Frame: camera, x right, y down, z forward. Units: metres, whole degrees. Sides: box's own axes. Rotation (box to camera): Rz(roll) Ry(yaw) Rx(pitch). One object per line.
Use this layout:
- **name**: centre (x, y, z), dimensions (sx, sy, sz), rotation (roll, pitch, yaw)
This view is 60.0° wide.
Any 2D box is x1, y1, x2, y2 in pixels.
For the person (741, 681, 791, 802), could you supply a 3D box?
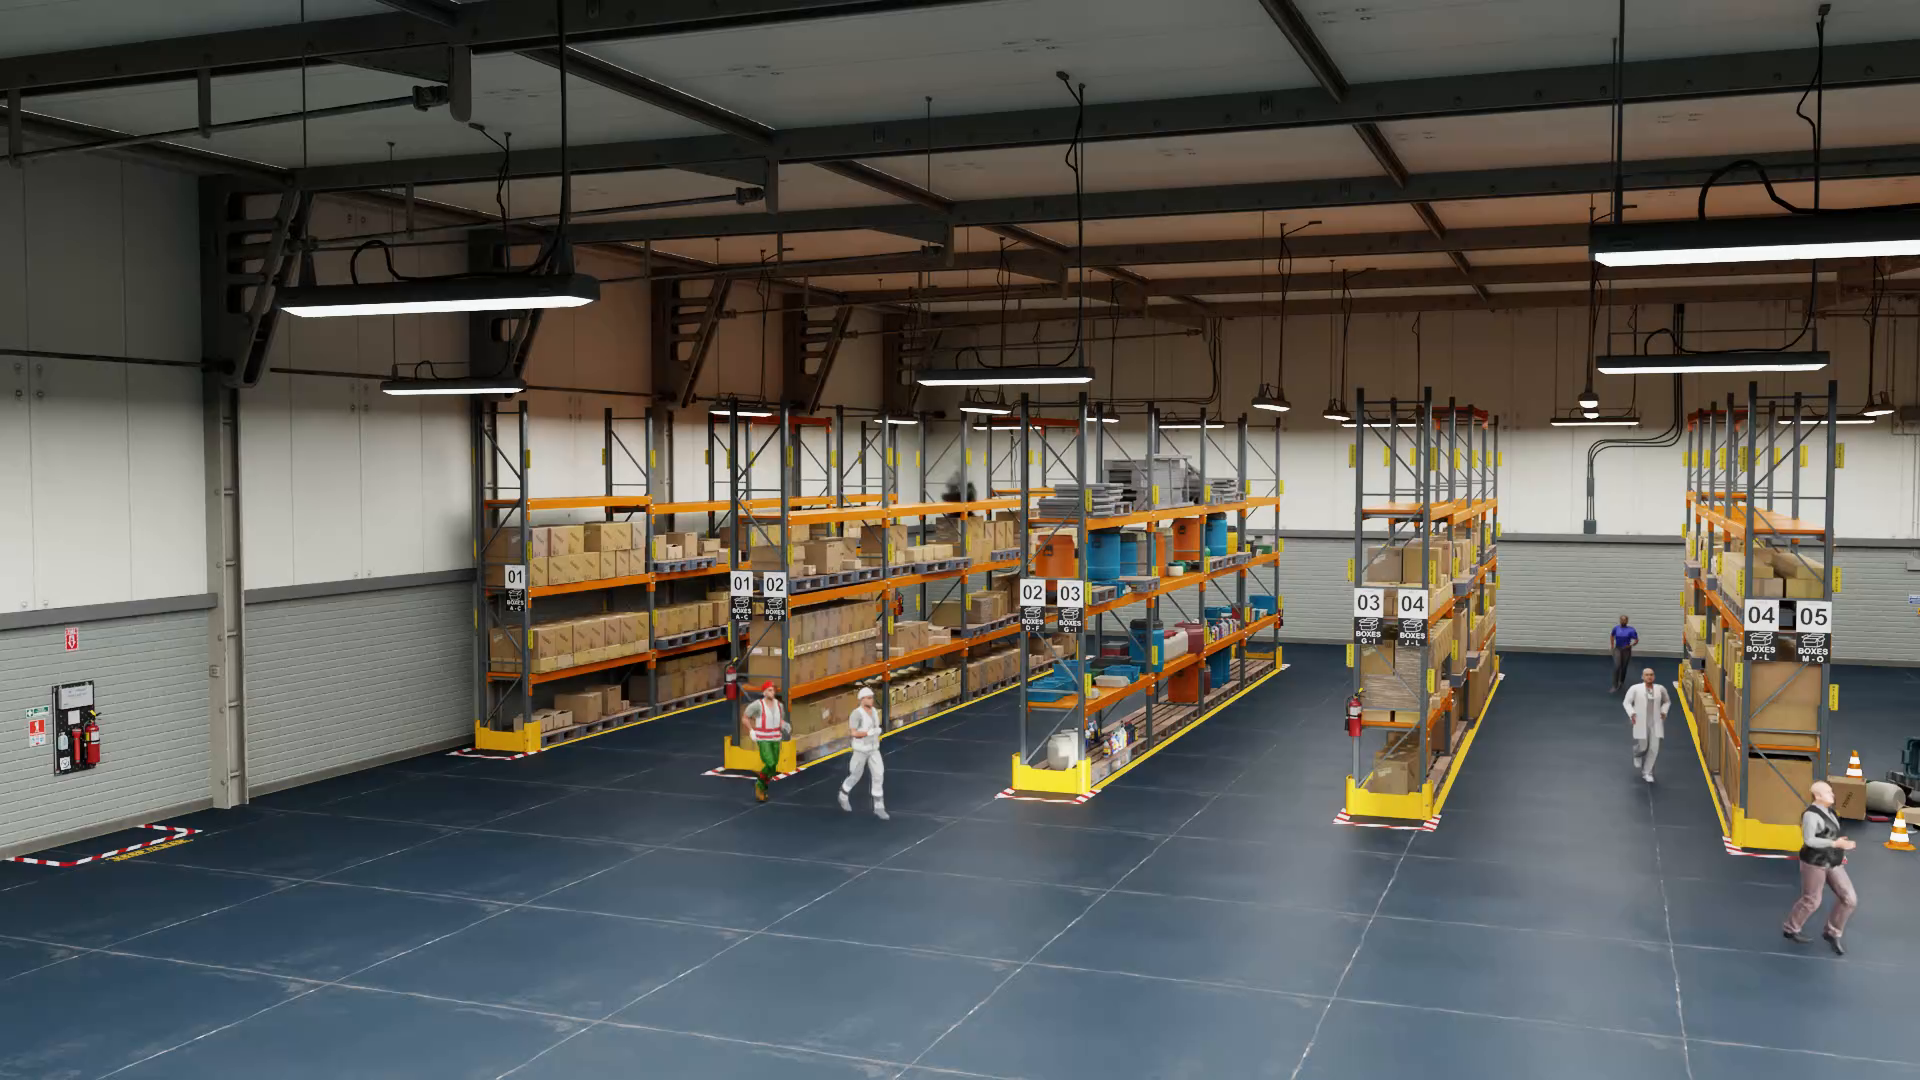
- **person**: centre (-2.776, 2.932, 24.235), dimensions (0.633, 1.758, 0.656), rotation (-2, 4, -42)

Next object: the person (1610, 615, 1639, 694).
- **person**: centre (14.280, 2.446, 35.743), dimensions (0.588, 1.692, 0.804), rotation (1, 3, 27)

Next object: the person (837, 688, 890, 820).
- **person**: centre (-1.336, 2.947, 23.172), dimensions (0.659, 1.800, 0.964), rotation (-3, 4, -45)

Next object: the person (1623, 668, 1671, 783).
- **person**: centre (10.753, 2.874, 26.004), dimensions (0.711, 1.743, 0.756), rotation (1, 3, 11)

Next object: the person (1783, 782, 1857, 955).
- **person**: centre (8.743, 3.332, 16.863), dimensions (0.635, 1.770, 0.756), rotation (-2, 3, -33)
